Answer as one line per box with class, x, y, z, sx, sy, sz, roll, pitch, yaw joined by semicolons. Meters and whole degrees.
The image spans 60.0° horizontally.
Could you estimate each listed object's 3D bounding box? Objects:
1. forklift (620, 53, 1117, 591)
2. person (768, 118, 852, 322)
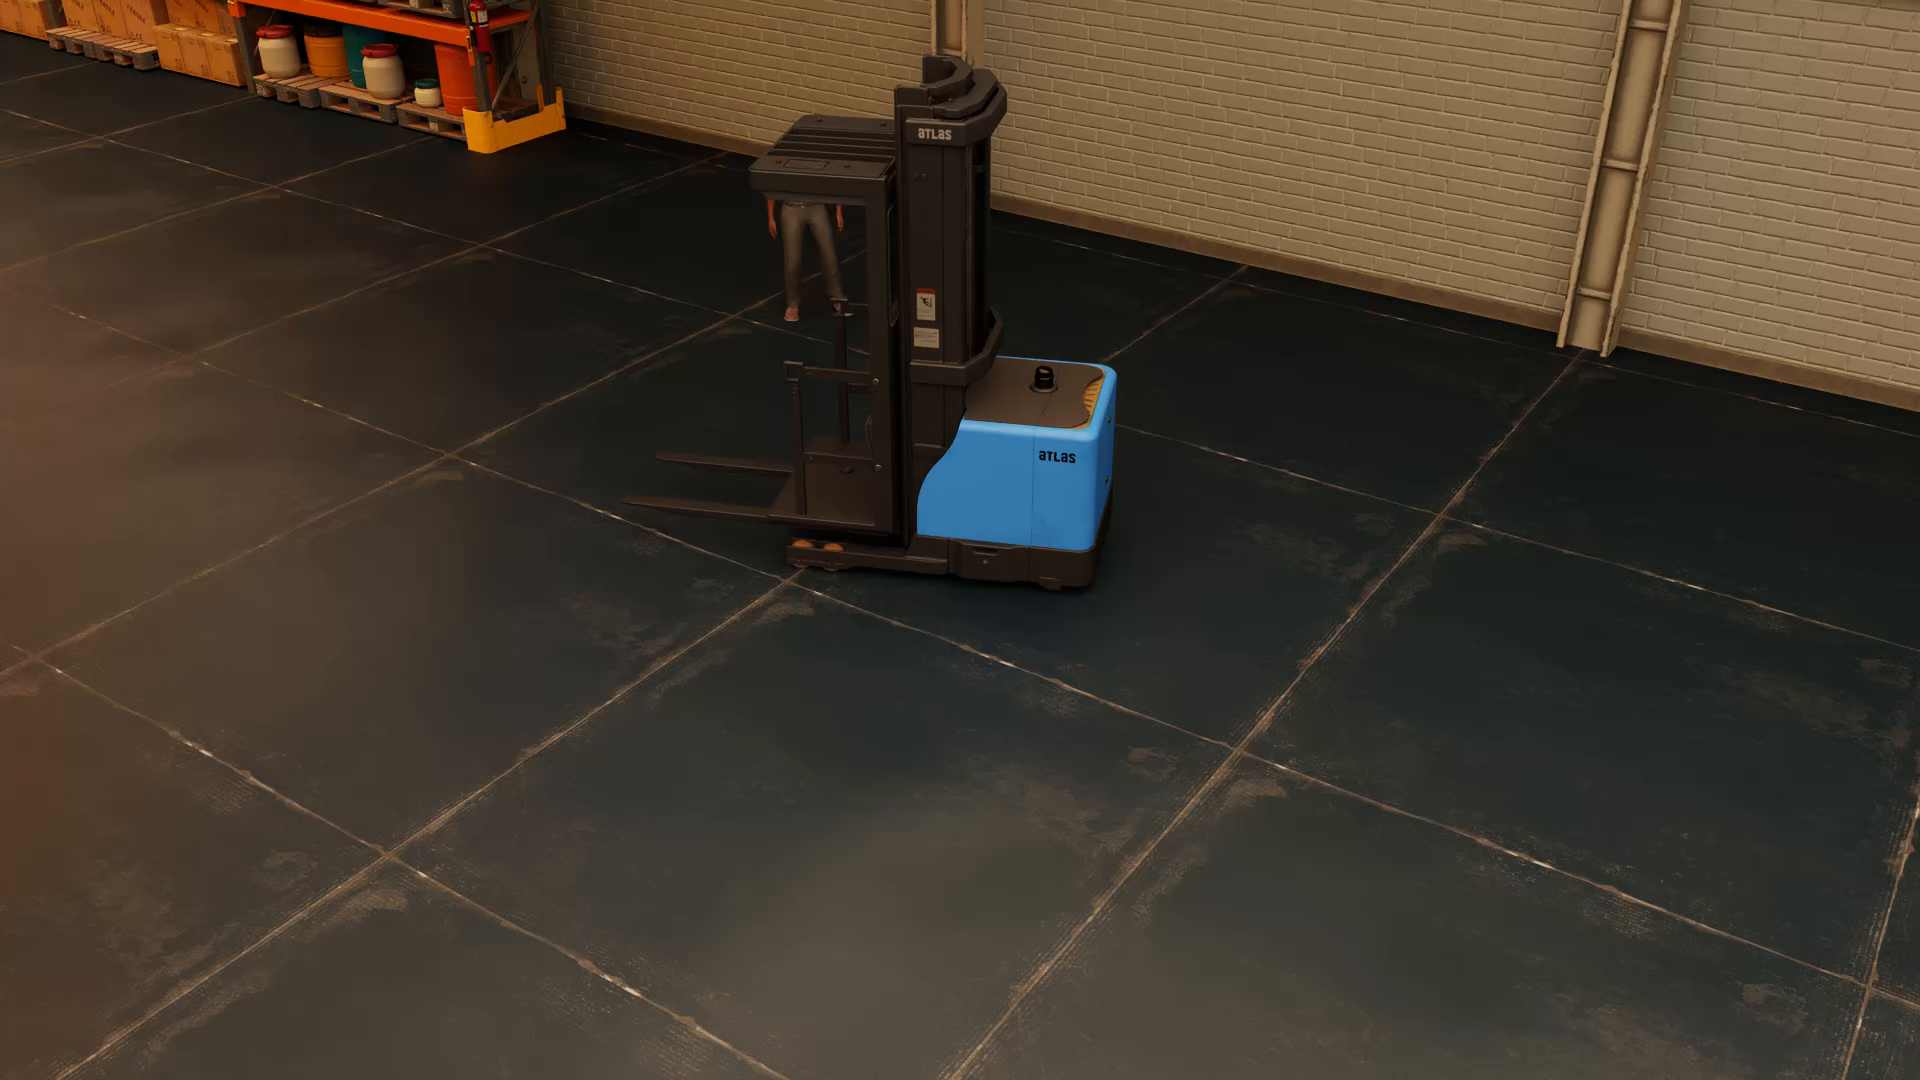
forklift;-0.596;-1.330;9.871;3.031;2.935;1.130;6;31;10
person;-1.220;-2.580;13.306;0.626;1.649;0.373;-9;31;-15
